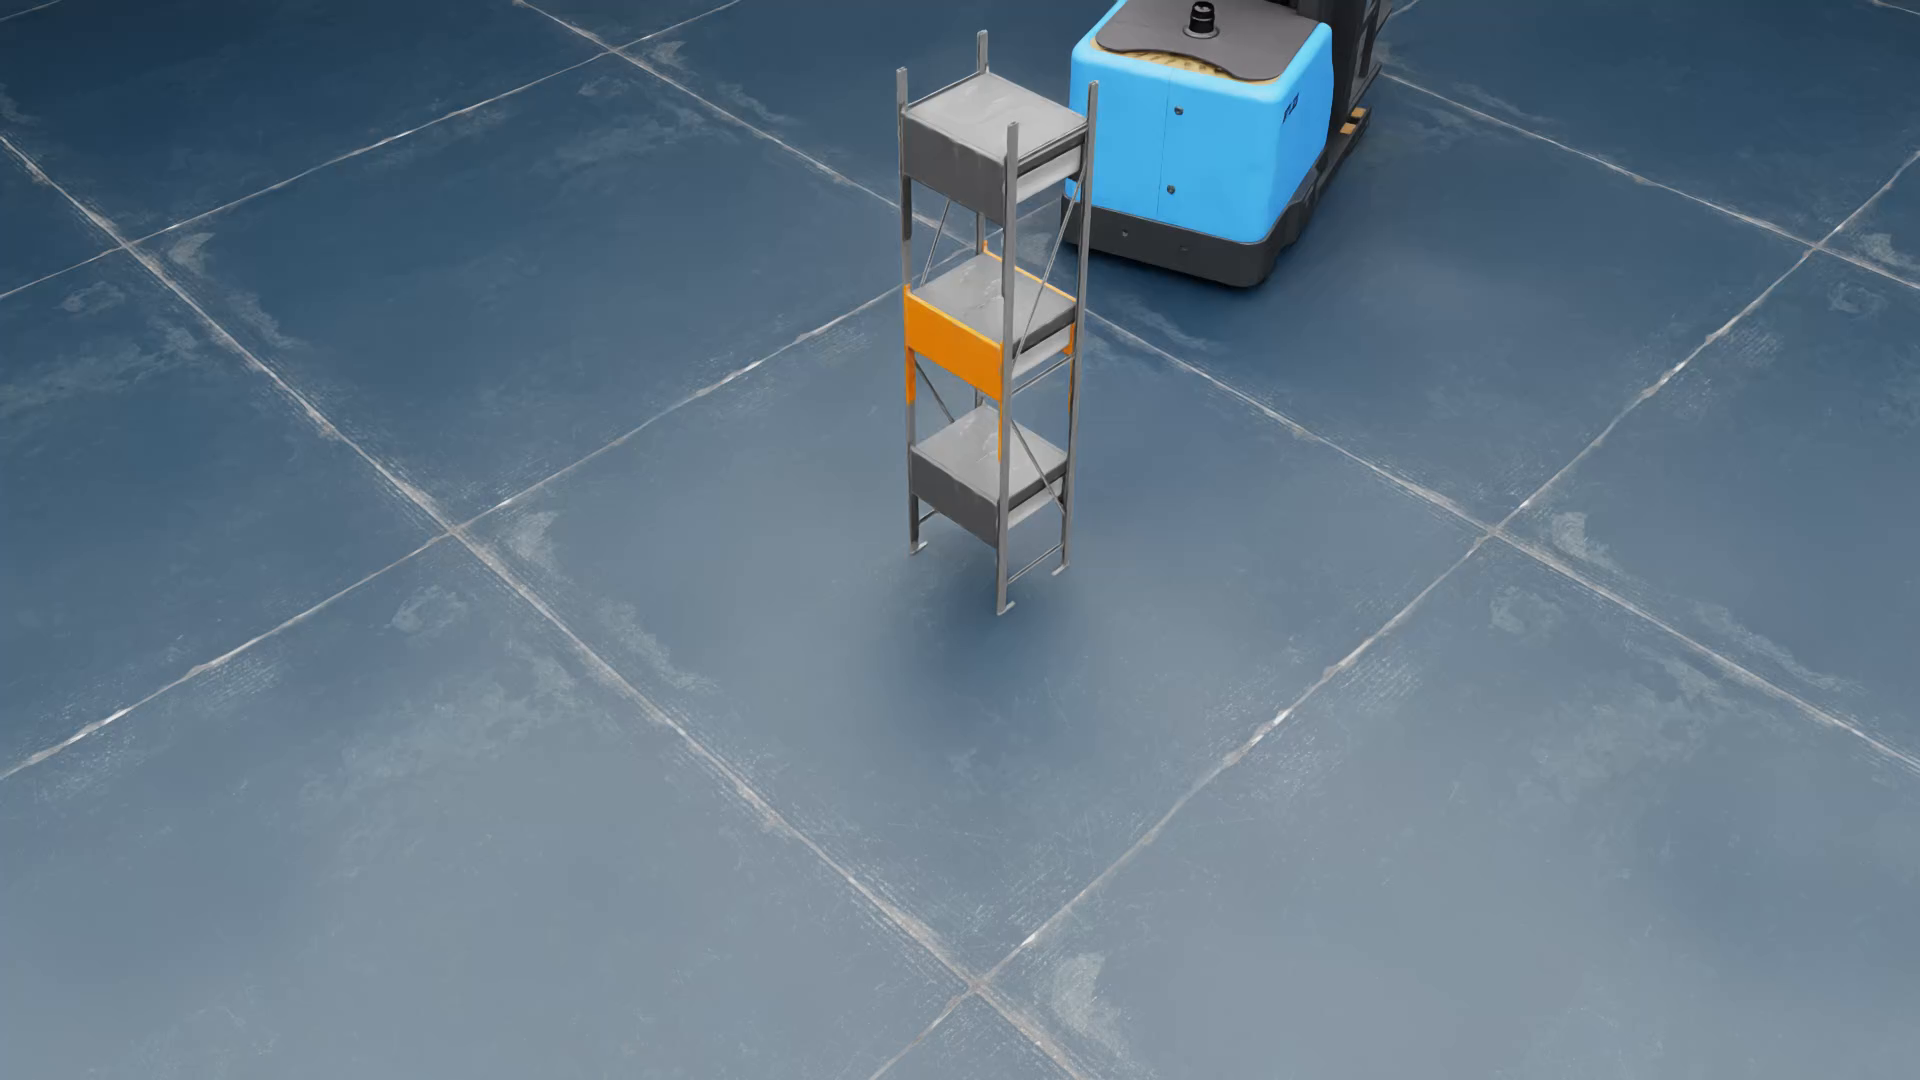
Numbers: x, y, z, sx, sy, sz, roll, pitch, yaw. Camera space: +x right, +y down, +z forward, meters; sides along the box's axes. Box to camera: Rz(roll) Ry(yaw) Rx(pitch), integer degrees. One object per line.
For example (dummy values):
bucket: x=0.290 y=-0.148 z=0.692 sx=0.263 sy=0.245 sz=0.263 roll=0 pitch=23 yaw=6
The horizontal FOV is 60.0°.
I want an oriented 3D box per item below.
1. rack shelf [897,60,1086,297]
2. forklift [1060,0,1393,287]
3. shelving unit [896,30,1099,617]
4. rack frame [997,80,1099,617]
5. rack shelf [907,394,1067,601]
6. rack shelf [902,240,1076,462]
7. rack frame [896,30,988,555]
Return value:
rack shelf: x=0.117 y=-1.196 z=5.486 sx=0.431 sy=0.518 sz=0.480 roll=-34 pitch=53 yaw=-31
forklift: x=1.602 y=-3.288 z=8.148 sx=1.130 sy=2.935 sz=3.031 roll=18 pitch=46 yaw=19
shelving unit: x=0.117 y=-0.692 z=5.951 sx=0.431 sy=2.100 sz=0.503 roll=-34 pitch=53 yaw=-31
rack frame: x=0.289 y=-0.574 z=5.824 sx=0.400 sy=2.100 sz=0.015 roll=-34 pitch=53 yaw=-31
rack shelf: x=0.117 y=-0.167 z=6.436 sx=0.431 sy=0.518 sz=0.480 roll=-34 pitch=53 yaw=-31
rack shelf: x=0.117 y=-0.682 z=5.961 sx=0.431 sy=0.518 sz=0.480 roll=-34 pitch=53 yaw=-31
rack frame: x=-0.055 y=-0.809 z=6.078 sx=0.400 sy=2.100 sz=0.015 roll=-34 pitch=53 yaw=-31
